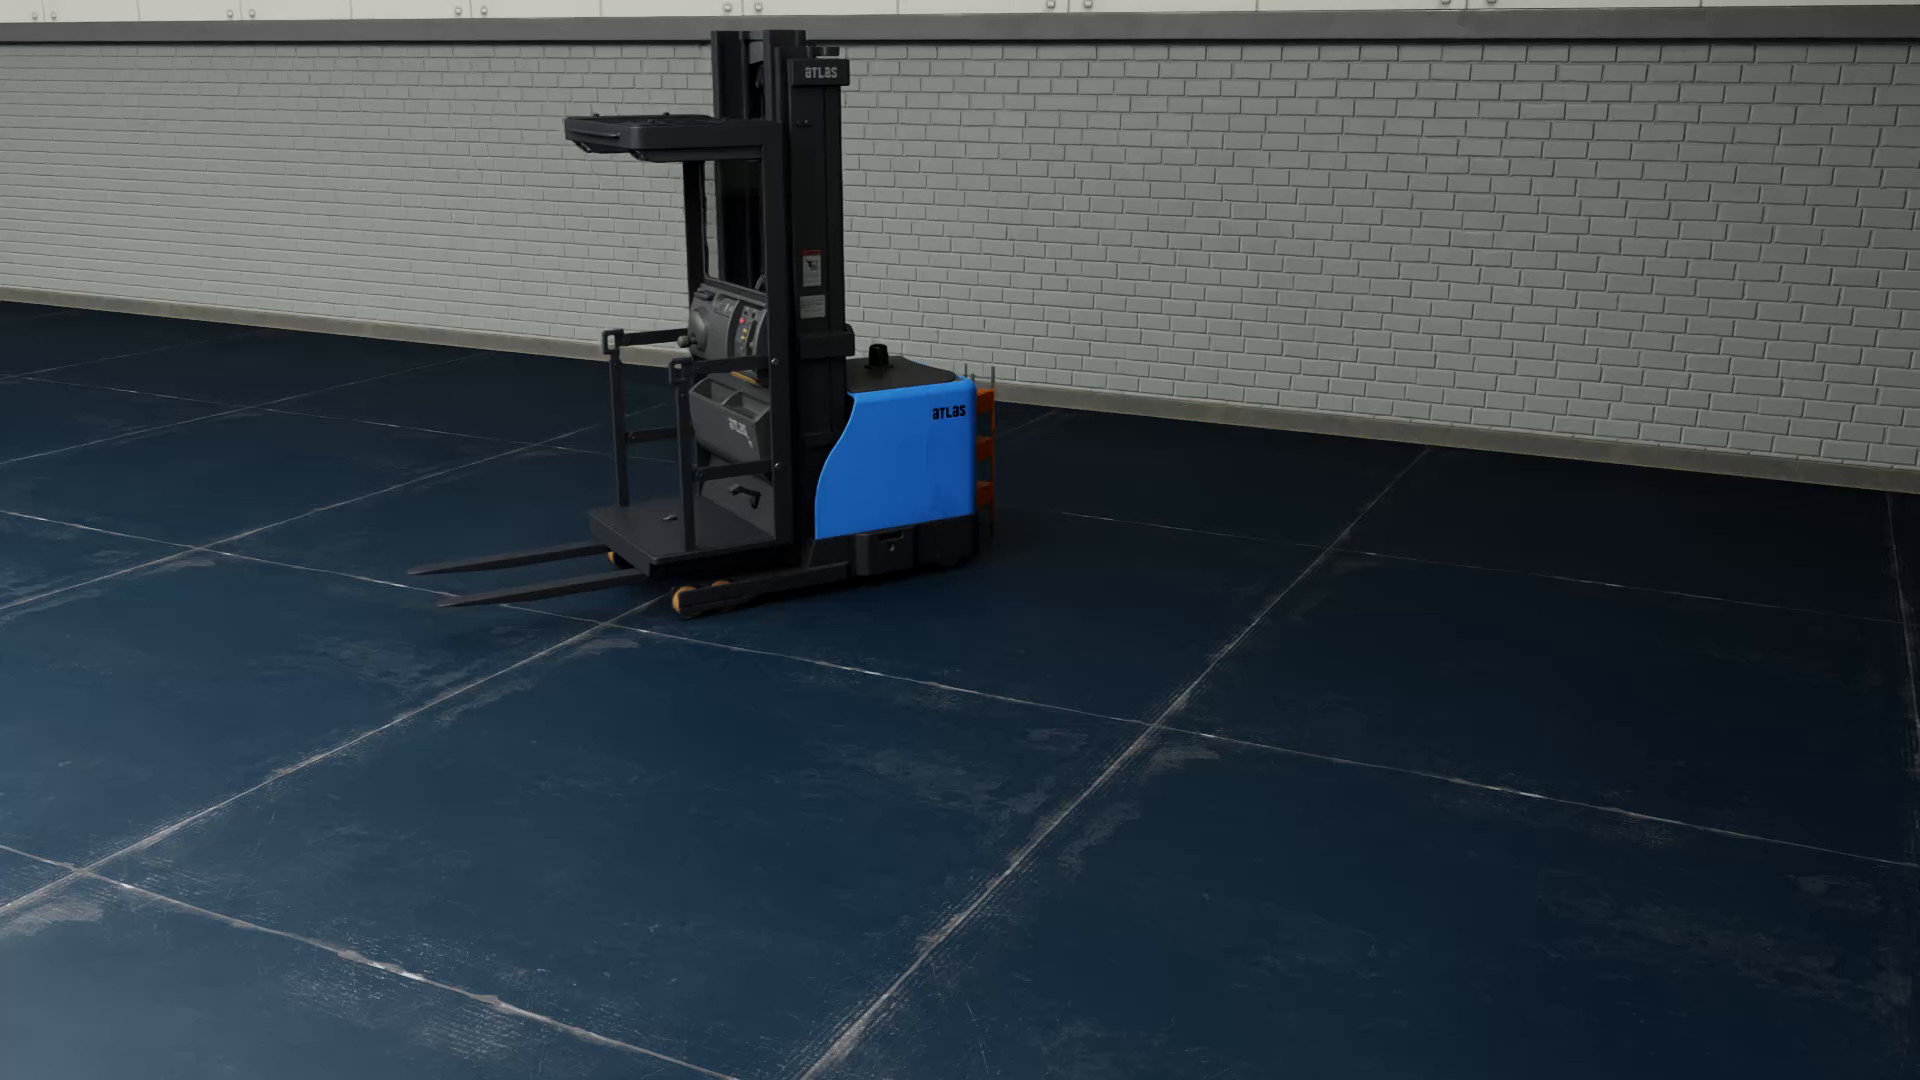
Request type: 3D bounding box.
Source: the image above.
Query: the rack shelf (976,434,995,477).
[{"bbox_3d":[0.055,-0.490,9.867,0.215,0.259,0.240,9,19,28],"label":"rack shelf"}]

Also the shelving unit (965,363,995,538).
[{"bbox_3d":[0.055,-0.500,9.864,0.215,1.050,0.252,9,19,28],"label":"shelving unit"}]

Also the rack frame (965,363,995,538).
[{"bbox_3d":[0.115,-0.530,9.965,0.200,1.050,0.008,9,19,28],"label":"rack frame"}]

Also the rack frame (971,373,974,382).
[{"bbox_3d":[-0.006,-0.470,9.762,0.200,1.050,0.008,9,19,28],"label":"rack frame"}]

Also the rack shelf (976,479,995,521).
[{"bbox_3d":[0.055,-0.223,9.946,0.215,0.259,0.240,9,19,28],"label":"rack shelf"}]

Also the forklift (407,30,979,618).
[{"bbox_3d":[-1.423,-1.169,8.811,3.031,2.935,1.130,-10,19,-29],"label":"forklift"}]

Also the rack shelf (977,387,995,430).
[{"bbox_3d":[0.055,-0.762,9.786,0.215,0.259,0.240,9,19,28],"label":"rack shelf"}]
